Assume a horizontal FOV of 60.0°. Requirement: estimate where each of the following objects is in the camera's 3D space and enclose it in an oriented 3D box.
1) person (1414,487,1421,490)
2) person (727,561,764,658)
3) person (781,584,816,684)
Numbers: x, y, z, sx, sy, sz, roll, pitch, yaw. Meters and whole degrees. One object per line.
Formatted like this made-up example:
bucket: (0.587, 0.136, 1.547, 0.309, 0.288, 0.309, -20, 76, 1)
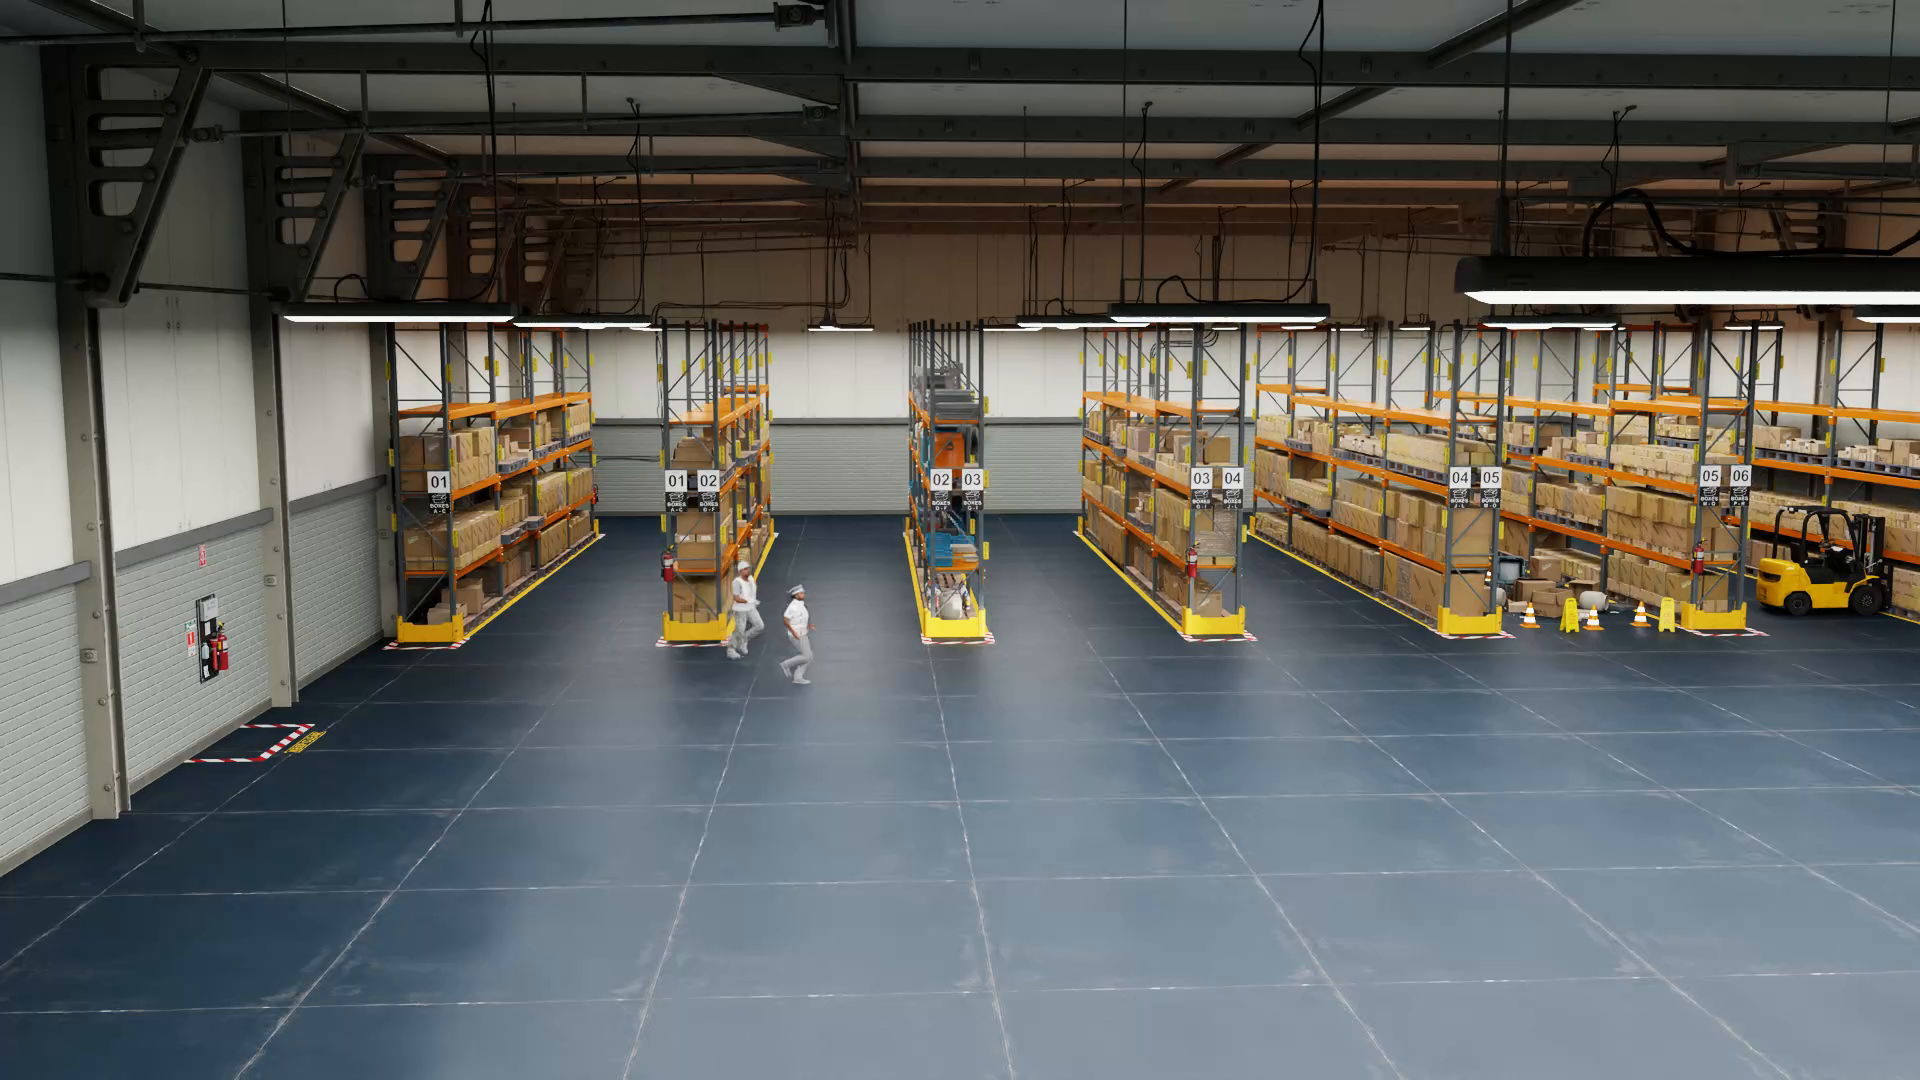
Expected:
person: (13.765, -1.259, 49.610, 0.592, 1.687, 0.768, 0, 7, 2)
person: (-3.761, 1.229, 29.340, 0.774, 1.732, 0.712, 5, 8, 33)
person: (-2.648, 1.544, 27.262, 0.566, 1.654, 0.588, 1, 7, 8)
